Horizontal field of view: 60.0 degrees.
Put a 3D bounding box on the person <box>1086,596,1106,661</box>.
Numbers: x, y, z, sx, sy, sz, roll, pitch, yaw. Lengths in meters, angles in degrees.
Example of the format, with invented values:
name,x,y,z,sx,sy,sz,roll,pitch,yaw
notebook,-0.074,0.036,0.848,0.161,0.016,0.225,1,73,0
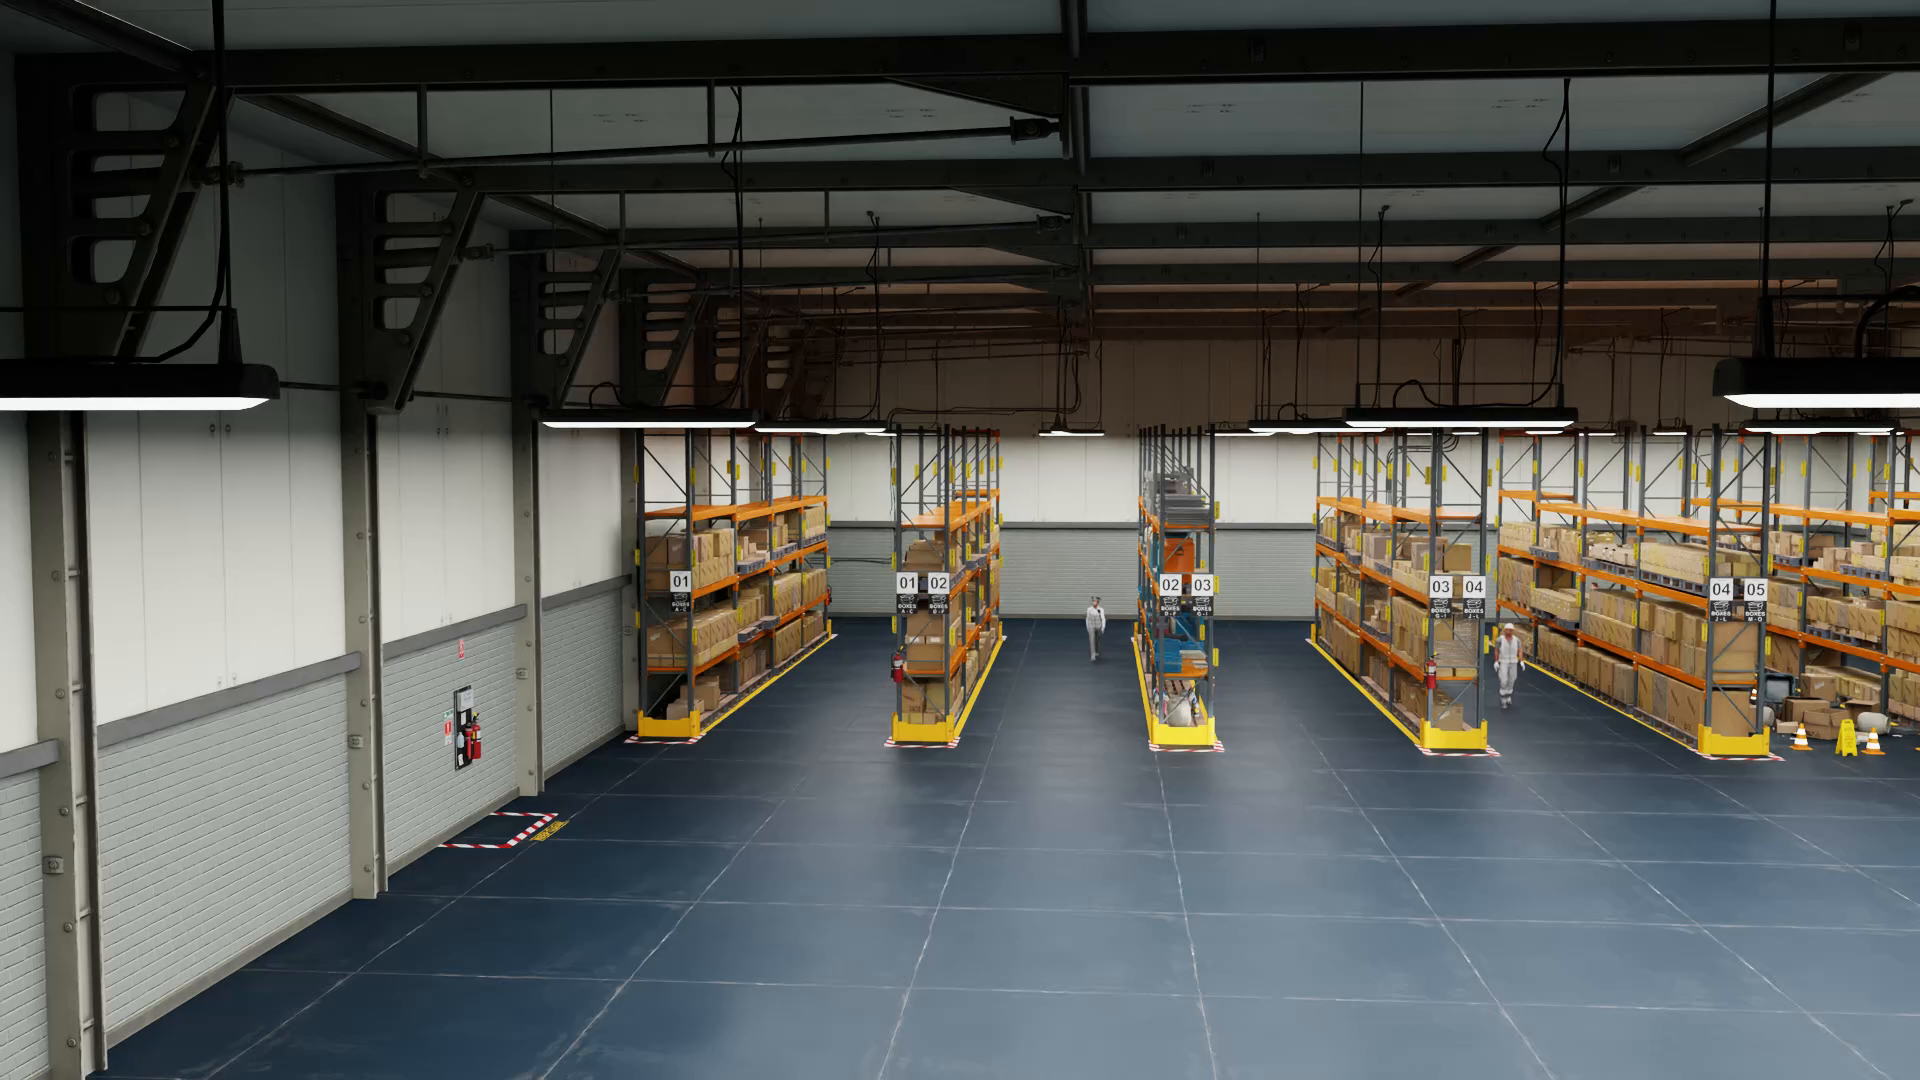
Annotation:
name,x,y,z,sx,sy,sz,roll,pitch,yaw
person,3.521,2.265,43.068,0.495,1.626,1.024,0,3,2

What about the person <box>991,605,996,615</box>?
name,x,y,z,sx,sy,sz,roll,pitch,yaw
person,0.903,1.757,50.721,0.803,1.751,0.528,2,4,26

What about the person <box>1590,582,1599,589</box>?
name,x,y,z,sx,sy,sz,roll,pitch,yaw
person,18.151,2.012,47.491,0.972,1.627,0.447,0,3,-6

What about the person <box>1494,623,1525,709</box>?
name,x,y,z,sx,sy,sz,roll,pitch,yaw
person,11.722,2.689,35.495,0.585,1.852,0.511,0,3,2
